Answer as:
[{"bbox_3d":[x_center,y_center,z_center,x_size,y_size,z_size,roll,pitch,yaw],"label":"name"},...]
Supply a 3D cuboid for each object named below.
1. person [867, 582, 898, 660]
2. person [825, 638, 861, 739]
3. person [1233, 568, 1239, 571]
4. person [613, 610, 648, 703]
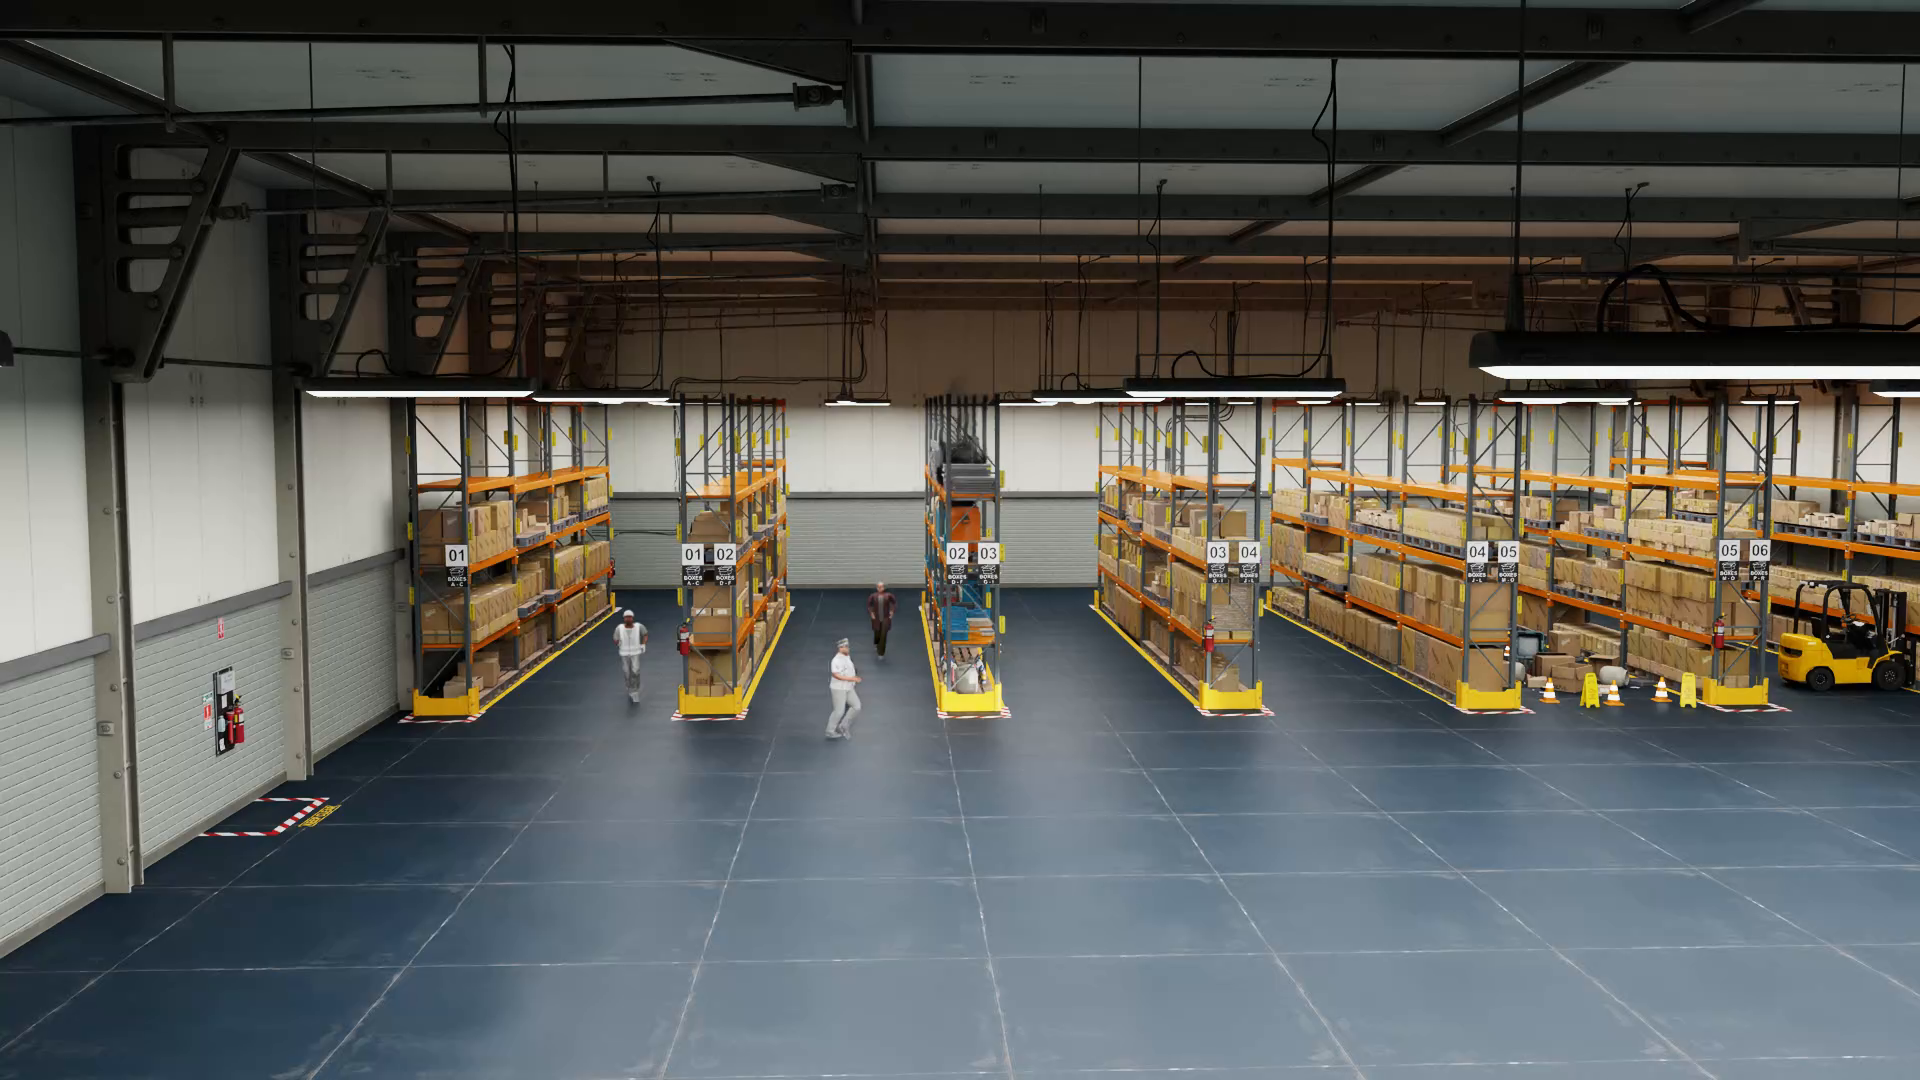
[{"bbox_3d":[-1.788,1.842,38.211,0.717,1.772,0.843,0,5,2],"label":"person"},{"bbox_3d":[-1.985,2.586,28.736,0.712,1.816,0.689,2,5,25],"label":"person"},{"bbox_3d":[7.669,1.171,46.456,0.761,1.736,0.969,1,5,9],"label":"person"},{"bbox_3d":[-6.442,2.278,32.477,0.653,1.828,0.753,0,5,-3],"label":"person"}]
